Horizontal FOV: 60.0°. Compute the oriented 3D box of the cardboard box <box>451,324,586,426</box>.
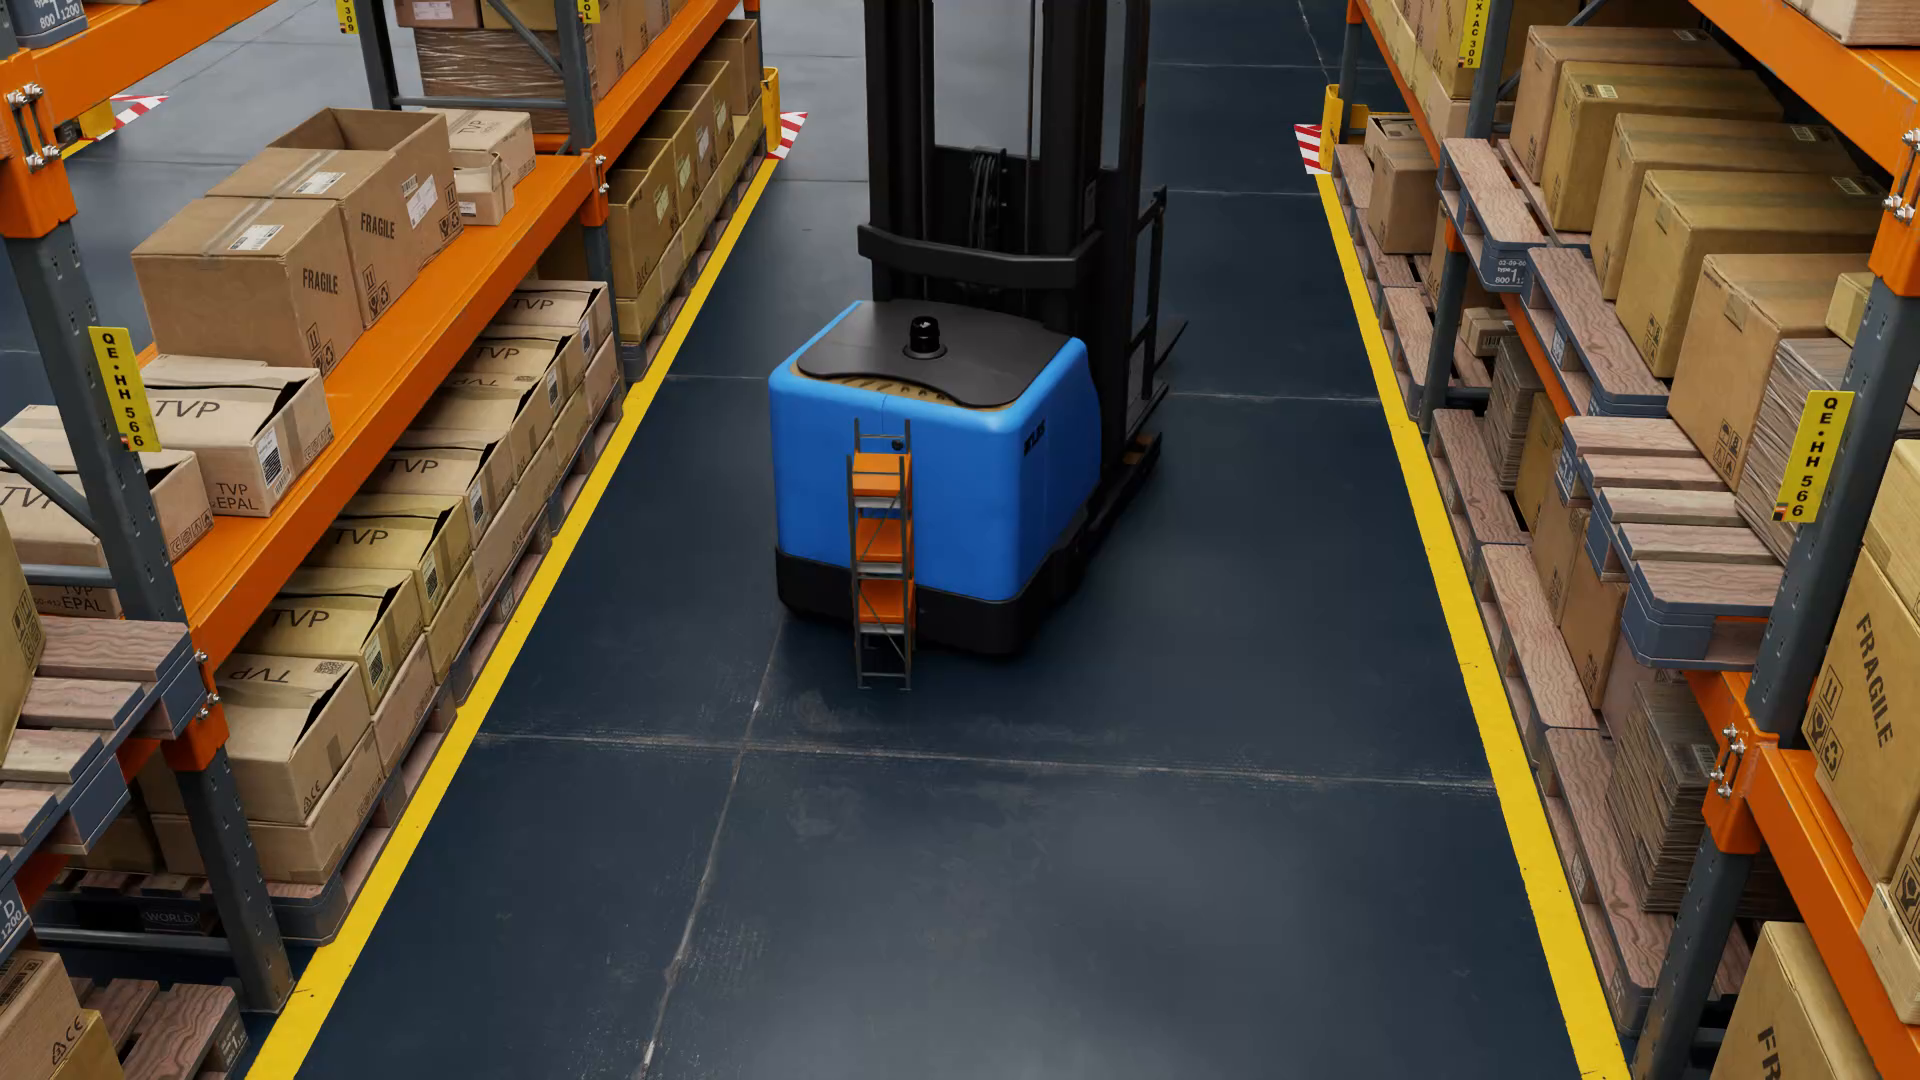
[{"bbox_3d":[-1.977,-0.754,7.301,0.500,0.311,0.500,3,32,5],"label":"cardboard box"}]

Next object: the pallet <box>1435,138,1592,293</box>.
[{"bbox_3d":[2.537,-1.319,6.714,1.003,0.211,1.213,2,32,4],"label":"pallet"}]

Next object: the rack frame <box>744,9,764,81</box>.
[{"bbox_3d":[-1.868,-4.095,11.037,1.000,3.000,0.127,2,32,4],"label":"rack frame"}]

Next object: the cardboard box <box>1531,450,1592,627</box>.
[{"bbox_3d":[2.627,0.006,6.345,0.700,0.500,0.500,3,32,5],"label":"cardboard box"}]

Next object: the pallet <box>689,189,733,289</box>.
[{"bbox_3d":[-1.991,-1.871,10.084,1.003,0.211,1.213,2,32,4],"label":"pallet"}]

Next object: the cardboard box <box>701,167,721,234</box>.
[{"bbox_3d":[-1.727,-2.026,9.899,0.500,0.250,0.500,2,32,4],"label":"cardboard box"}]

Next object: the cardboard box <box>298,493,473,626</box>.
[{"bbox_3d":[-2.106,0.038,6.016,0.500,0.311,0.500,2,32,3],"label":"cardboard box"}]

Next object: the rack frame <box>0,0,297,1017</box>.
[{"bbox_3d":[-2.519,0.088,4.249,1.000,3.000,0.127,2,32,4],"label":"rack frame"}]

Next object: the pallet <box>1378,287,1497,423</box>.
[{"bbox_3d":[2.763,-0.960,8.606,1.003,0.211,1.213,2,32,4],"label":"pallet"}]

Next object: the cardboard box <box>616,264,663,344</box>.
[{"bbox_3d":[-1.854,-1.242,8.626,0.500,0.250,0.500,2,32,4],"label":"cardboard box"}]

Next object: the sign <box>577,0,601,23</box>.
[{"bbox_3d":[-1.652,-2.445,7.330,0.100,0.325,0.005,2,32,4],"label":"sign"}]

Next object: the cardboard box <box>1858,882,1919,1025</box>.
[{"bbox_3d":[2.025,0.825,3.273,0.380,0.149,0.250,3,32,5],"label":"cardboard box"}]

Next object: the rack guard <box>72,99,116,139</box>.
[{"bbox_3d":[-6.764,-3.203,11.971,1.175,0.500,0.348,2,32,4],"label":"rack guard"}]

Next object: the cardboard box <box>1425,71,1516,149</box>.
[{"bbox_3d":[2.480,-2.000,7.759,0.500,0.250,0.500,3,32,4],"label":"cardboard box"}]

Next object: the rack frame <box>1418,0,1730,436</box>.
[{"bbox_3d":[2.744,-1.794,7.302,1.000,3.000,0.127,2,32,4],"label":"rack frame"}]

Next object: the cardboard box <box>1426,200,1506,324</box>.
[{"bbox_3d":[2.788,-1.462,8.726,0.500,0.500,0.500,0,32,0],"label":"cardboard box"}]

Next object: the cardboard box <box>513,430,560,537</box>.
[{"bbox_3d":[-2.023,-0.251,7.019,0.500,0.250,0.500,3,32,5],"label":"cardboard box"}]

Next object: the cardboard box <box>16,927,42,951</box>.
[{"bbox_3d":[-2.841,1.190,4.423,0.500,0.500,0.500,4,32,6],"label":"cardboard box"}]

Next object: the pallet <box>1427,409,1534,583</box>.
[{"bbox_3d":[2.682,-0.200,7.373,1.003,0.211,1.213,2,32,4],"label":"pallet"}]

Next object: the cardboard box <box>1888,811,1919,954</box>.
[{"bbox_3d":[2.072,0.636,2.961,0.500,0.500,0.500,3,32,6],"label":"cardboard box"}]

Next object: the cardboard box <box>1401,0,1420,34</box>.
[{"bbox_3d":[2.561,-2.843,8.413,0.500,0.500,0.500,2,32,3],"label":"cardboard box"}]

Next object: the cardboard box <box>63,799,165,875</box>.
[{"bbox_3d":[-2.720,0.794,5.323,0.500,0.250,0.500,3,32,5],"label":"cardboard box"}]

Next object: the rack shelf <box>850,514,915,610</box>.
[{"bbox_3d":[-0.283,0.078,6.130,0.215,0.259,0.240,2,35,3],"label":"rack shelf"}]

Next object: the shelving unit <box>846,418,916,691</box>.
[{"bbox_3d":[-0.283,0.069,6.124,0.215,1.050,0.252,2,35,3],"label":"shelving unit"}]

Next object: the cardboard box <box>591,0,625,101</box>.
[{"bbox_3d":[-2.127,-2.555,8.441,0.700,0.500,0.500,2,32,3],"label":"cardboard box"}]

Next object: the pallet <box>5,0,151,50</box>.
[{"bbox_3d":[-2.553,-1.468,4.093,1.213,0.211,1.003,4,32,6],"label":"pallet"}]

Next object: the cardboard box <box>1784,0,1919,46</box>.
[{"bbox_3d":[2.208,-1.338,3.769,0.500,0.311,0.500,2,32,4],"label":"cardboard box"}]

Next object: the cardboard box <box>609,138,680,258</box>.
[{"bbox_3d":[-1.811,-1.822,8.854,0.500,0.500,0.500,2,32,4],"label":"cardboard box"}]

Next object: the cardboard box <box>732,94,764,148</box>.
[{"bbox_3d":[-1.617,-2.811,11.172,0.500,0.250,0.500,2,32,4],"label":"cardboard box"}]

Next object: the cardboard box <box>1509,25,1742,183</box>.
[{"bbox_3d":[2.668,-1.759,6.731,0.700,0.500,0.500,3,32,4],"label":"cardboard box"}]

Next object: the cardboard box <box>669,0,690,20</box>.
[{"bbox_3d":[-2.003,-3.360,9.748,0.700,0.500,0.500,3,32,4],"label":"cardboard box"}]

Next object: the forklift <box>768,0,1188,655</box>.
[{"bbox_3d":[0.299,-1.566,6.997,1.130,2.935,3.031,12,34,19],"label":"forklift"}]

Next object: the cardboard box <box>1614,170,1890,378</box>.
[{"bbox_3d":[2.526,-0.831,5.225,0.700,0.500,0.500,2,32,4],"label":"cardboard box"}]

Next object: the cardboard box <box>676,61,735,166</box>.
[{"bbox_3d":[-1.682,-2.606,10.126,0.500,0.500,0.500,2,32,4],"label":"cardboard box"}]

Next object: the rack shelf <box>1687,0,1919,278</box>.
[{"bbox_3d":[2.581,-1.719,5.007,1.077,0.370,4.000,2,32,4],"label":"rack shelf"}]

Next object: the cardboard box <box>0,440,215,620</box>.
[{"bbox_3d":[-2.446,-0.063,4.578,0.500,0.311,0.500,4,32,7],"label":"cardboard box"}]

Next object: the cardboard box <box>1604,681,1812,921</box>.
[{"bbox_3d":[2.425,0.796,5.063,0.700,0.500,0.500,3,32,5],"label":"cardboard box"}]

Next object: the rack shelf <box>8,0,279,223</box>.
[{"bbox_3d":[-2.357,-1.929,5.347,1.077,0.370,4.000,2,32,4],"label":"rack shelf"}]

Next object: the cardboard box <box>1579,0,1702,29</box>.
[{"bbox_3d":[2.990,-2.295,7.524,0.500,0.500,0.500,2,32,3],"label":"cardboard box"}]

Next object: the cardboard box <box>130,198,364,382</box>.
[{"bbox_3d":[-2.399,-0.833,5.647,0.500,0.500,0.500,1,32,1],"label":"cardboard box"}]

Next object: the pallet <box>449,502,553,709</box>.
[{"bbox_3d":[-2.312,0.210,6.708,1.003,0.211,1.213,2,32,4],"label":"pallet"}]

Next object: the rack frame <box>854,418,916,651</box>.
[{"bbox_3d":[-0.276,-0.001,6.223,0.200,1.050,0.008,2,35,3],"label":"rack frame"}]

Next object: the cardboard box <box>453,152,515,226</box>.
[{"bbox_3d":[-2.082,-1.479,6.919,0.396,0.266,0.258,2,32,3],"label":"cardboard box"}]

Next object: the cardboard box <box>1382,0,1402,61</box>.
[{"bbox_3d":[2.594,-2.786,9.036,0.500,0.250,0.500,3,32,4],"label":"cardboard box"}]

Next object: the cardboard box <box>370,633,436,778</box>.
[{"bbox_3d":[-2.144,0.555,5.710,0.500,0.250,0.500,2,32,3],"label":"cardboard box"}]

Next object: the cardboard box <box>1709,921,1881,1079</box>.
[{"bbox_3d":[2.227,1.413,3.747,0.750,0.750,0.750,2,32,3],"label":"cardboard box"}]

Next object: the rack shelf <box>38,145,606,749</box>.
[{"bbox_3d":[-2.357,-0.652,6.134,1.077,0.370,4.000,2,32,4],"label":"rack shelf"}]
